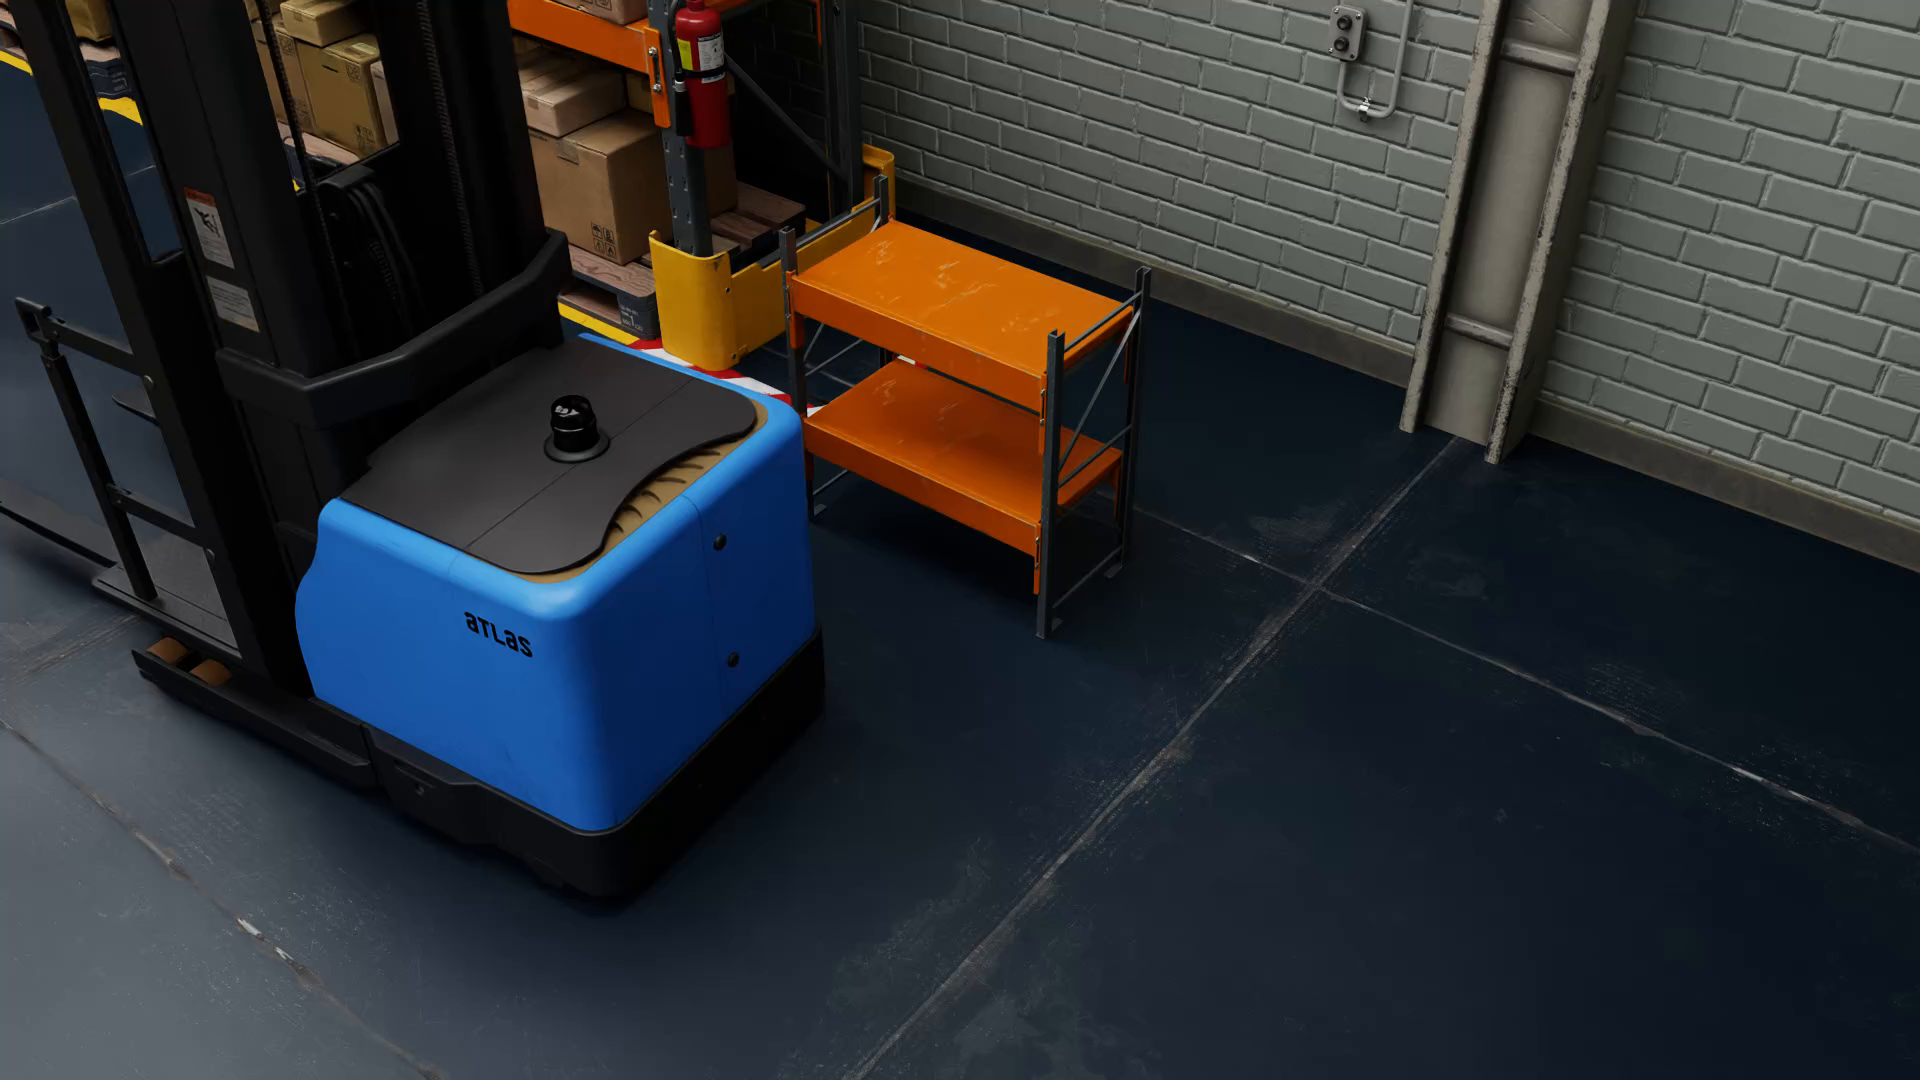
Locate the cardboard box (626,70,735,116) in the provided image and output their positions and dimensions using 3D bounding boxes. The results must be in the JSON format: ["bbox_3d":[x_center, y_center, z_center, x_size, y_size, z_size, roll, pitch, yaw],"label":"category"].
[{"bbox_3d":[-1.156,-1.893,6.896,0.250,0.149,0.380,26,45,29],"label":"cardboard box"}]

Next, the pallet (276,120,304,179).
[{"bbox_3d":[-3.381,-2.269,8.477,1.213,0.211,1.003,25,45,29],"label":"pallet"}]

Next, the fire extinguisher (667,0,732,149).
[{"bbox_3d":[-0.921,-1.733,5.895,0.183,0.674,0.296,25,45,29],"label":"fire extinguisher"}]

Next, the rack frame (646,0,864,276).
[{"bbox_3d":[-0.760,-2.192,6.117,0.127,3.000,1.000,25,45,29],"label":"rack frame"}]

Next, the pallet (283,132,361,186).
[{"bbox_3d":[-2.408,-1.813,7.894,1.213,0.211,1.003,25,45,29],"label":"pallet"}]

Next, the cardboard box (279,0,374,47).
[{"bbox_3d":[-2.830,-2.384,7.522,0.250,0.149,0.380,24,44,27],"label":"cardboard box"}]

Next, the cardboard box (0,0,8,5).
[{"bbox_3d":[-5.241,-3.521,9.217,0.750,0.750,0.750,27,45,30],"label":"cardboard box"}]

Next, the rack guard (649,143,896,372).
[{"bbox_3d":[-0.741,-1.199,6.876,0.348,0.500,1.175,25,45,29],"label":"rack guard"}]

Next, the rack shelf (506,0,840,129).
[{"bbox_3d":[-2.349,-2.658,7.295,4.000,0.370,1.077,25,45,29],"label":"rack shelf"}]

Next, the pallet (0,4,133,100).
[{"bbox_3d":[-4.596,-2.844,9.212,1.213,0.211,1.003,25,45,29],"label":"pallet"}]

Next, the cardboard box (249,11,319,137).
[{"bbox_3d":[-3.009,-2.351,8.007,0.500,0.500,0.700,25,44,28],"label":"cardboard box"}]

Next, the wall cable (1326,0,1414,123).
[{"bbox_3d":[0.831,-2.576,5.783,1.851,1.984,0.084,25,45,29],"label":"wall cable"}]

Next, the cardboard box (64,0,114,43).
[{"bbox_3d":[-4.533,-3.189,8.793,0.750,0.750,0.750,26,45,29],"label":"cardboard box"}]

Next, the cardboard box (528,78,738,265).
[{"bbox_3d":[-1.377,-1.587,7.030,0.500,0.500,0.700,25,45,29],"label":"cardboard box"}]

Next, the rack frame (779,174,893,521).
[{"bbox_3d":[-0.398,-0.631,5.643,0.032,1.125,0.500,25,45,29],"label":"rack frame"}]

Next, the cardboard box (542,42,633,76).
[{"bbox_3d":[-1.559,-2.082,7.137,0.250,0.149,0.380,25,45,29],"label":"cardboard box"}]

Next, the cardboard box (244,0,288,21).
[{"bbox_3d":[-3.245,-2.579,7.772,0.250,0.149,0.380,27,45,30],"label":"cardboard box"}]

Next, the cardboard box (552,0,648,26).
[{"bbox_3d":[-1.172,-2.497,6.262,0.700,0.700,0.980,27,46,30],"label":"cardboard box"}]

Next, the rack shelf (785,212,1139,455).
[{"bbox_3d":[0.005,-0.671,5.220,1.000,0.278,0.538,25,45,29],"label":"rack shelf"}]

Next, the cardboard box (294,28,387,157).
[{"bbox_3d":[-2.602,-2.158,7.760,0.500,0.500,0.700,26,45,30],"label":"cardboard box"}]

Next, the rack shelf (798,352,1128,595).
[{"bbox_3d":[0.005,-0.248,5.551,1.000,0.278,0.538,25,45,29],"label":"rack shelf"}]

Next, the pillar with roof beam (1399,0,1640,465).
[{"bbox_3d":[-0.706,-1.859,0.825,0.400,9.000,9.100,25,45,29],"label":"pillar with roof beam"}]

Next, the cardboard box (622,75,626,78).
[{"bbox_3d":[-1.775,-1.774,7.270,0.500,0.500,0.700,25,45,28],"label":"cardboard box"}]

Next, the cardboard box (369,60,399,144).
[{"bbox_3d":[-2.175,-1.962,7.510,0.500,0.500,0.700,24,44,27],"label":"cardboard box"}]

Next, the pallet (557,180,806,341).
[{"bbox_3d":[-1.443,-1.355,7.310,1.213,0.211,1.003,25,45,29],"label":"pallet"}]

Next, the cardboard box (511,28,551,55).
[{"bbox_3d":[-1.758,-2.176,7.257,0.250,0.149,0.380,26,45,29],"label":"cardboard box"}]

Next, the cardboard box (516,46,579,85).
[{"bbox_3d":[-1.793,-1.896,6.900,0.250,0.149,0.380,26,45,30],"label":"cardboard box"}]

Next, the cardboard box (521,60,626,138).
[{"bbox_3d":[-1.590,-1.801,6.778,0.250,0.149,0.380,25,44,28],"label":"cardboard box"}]

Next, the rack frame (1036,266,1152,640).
[{"bbox_3d":[0.409,-0.250,5.157,0.032,1.125,0.500,25,45,29],"label":"rack frame"}]

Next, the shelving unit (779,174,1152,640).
[{"bbox_3d":[0.005,-0.440,5.400,1.048,1.125,0.538,25,45,29],"label":"shelving unit"}]

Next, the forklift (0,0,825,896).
[{"bbox_3d":[-1.940,-0.881,4.498,3.031,2.935,1.130,20,42,24],"label":"forklift"}]
